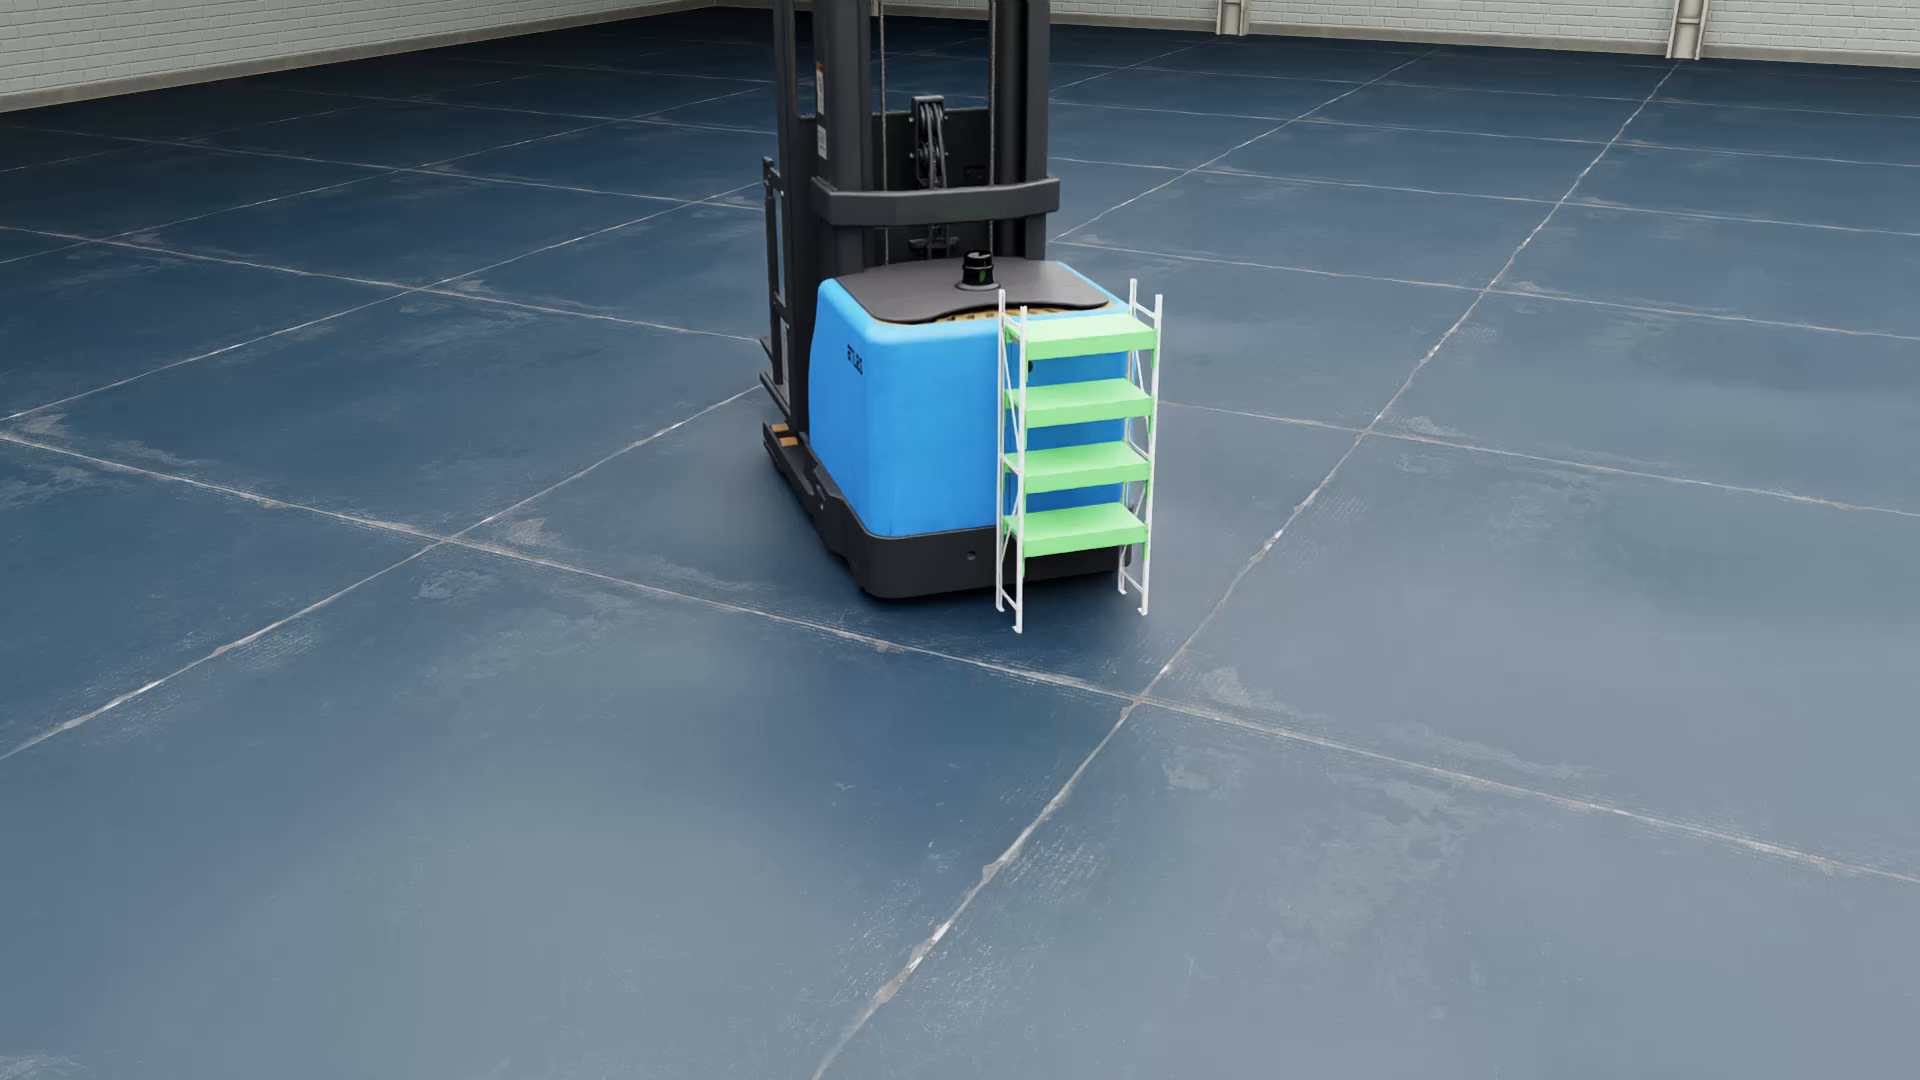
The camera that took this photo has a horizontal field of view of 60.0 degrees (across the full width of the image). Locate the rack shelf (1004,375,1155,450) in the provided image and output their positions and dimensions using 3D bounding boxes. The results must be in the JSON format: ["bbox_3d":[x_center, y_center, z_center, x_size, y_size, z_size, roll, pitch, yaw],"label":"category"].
[{"bbox_3d":[0.409,-0.452,5.830,0.480,0.148,0.258,-7,24,-16],"label":"rack shelf"}]

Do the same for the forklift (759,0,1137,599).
[{"bbox_3d":[-0.267,-1.684,6.965,1.130,2.935,3.031,-7,24,-16],"label":"forklift"}]

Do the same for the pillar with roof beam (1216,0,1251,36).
[{"bbox_3d":[1.949,-9.866,18.451,0.400,9.000,9.100,11,25,25],"label":"pillar with roof beam"}]

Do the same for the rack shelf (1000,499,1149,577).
[{"bbox_3d":[0.409,-0.010,6.017,0.480,0.148,0.258,-7,24,-16],"label":"rack shelf"}]

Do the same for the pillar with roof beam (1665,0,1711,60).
[{"bbox_3d":[7.303,-8.807,15.960,0.400,9.000,9.100,11,25,25],"label":"pillar with roof beam"}]

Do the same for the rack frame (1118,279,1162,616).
[{"bbox_3d":[0.642,-0.319,5.967,0.015,1.200,0.240,-7,24,-16],"label":"rack frame"}]

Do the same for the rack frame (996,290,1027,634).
[{"bbox_3d":[0.177,-0.261,5.830,0.015,1.200,0.240,-7,24,-16],"label":"rack frame"}]

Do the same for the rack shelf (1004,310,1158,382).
[{"bbox_3d":[0.409,-0.673,5.736,0.480,0.148,0.258,-7,24,-16],"label":"rack shelf"}]

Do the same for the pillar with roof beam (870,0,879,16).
[{"bbox_3d":[-3.406,-10.926,20.942,0.400,9.000,9.100,11,25,25],"label":"pillar with roof beam"}]

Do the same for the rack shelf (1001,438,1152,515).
[{"bbox_3d":[0.409,-0.231,5.924,0.480,0.148,0.258,-7,24,-16],"label":"rack shelf"}]

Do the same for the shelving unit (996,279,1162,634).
[{"bbox_3d":[0.409,-0.290,5.899,0.503,1.200,0.258,-7,24,-16],"label":"shelving unit"}]
